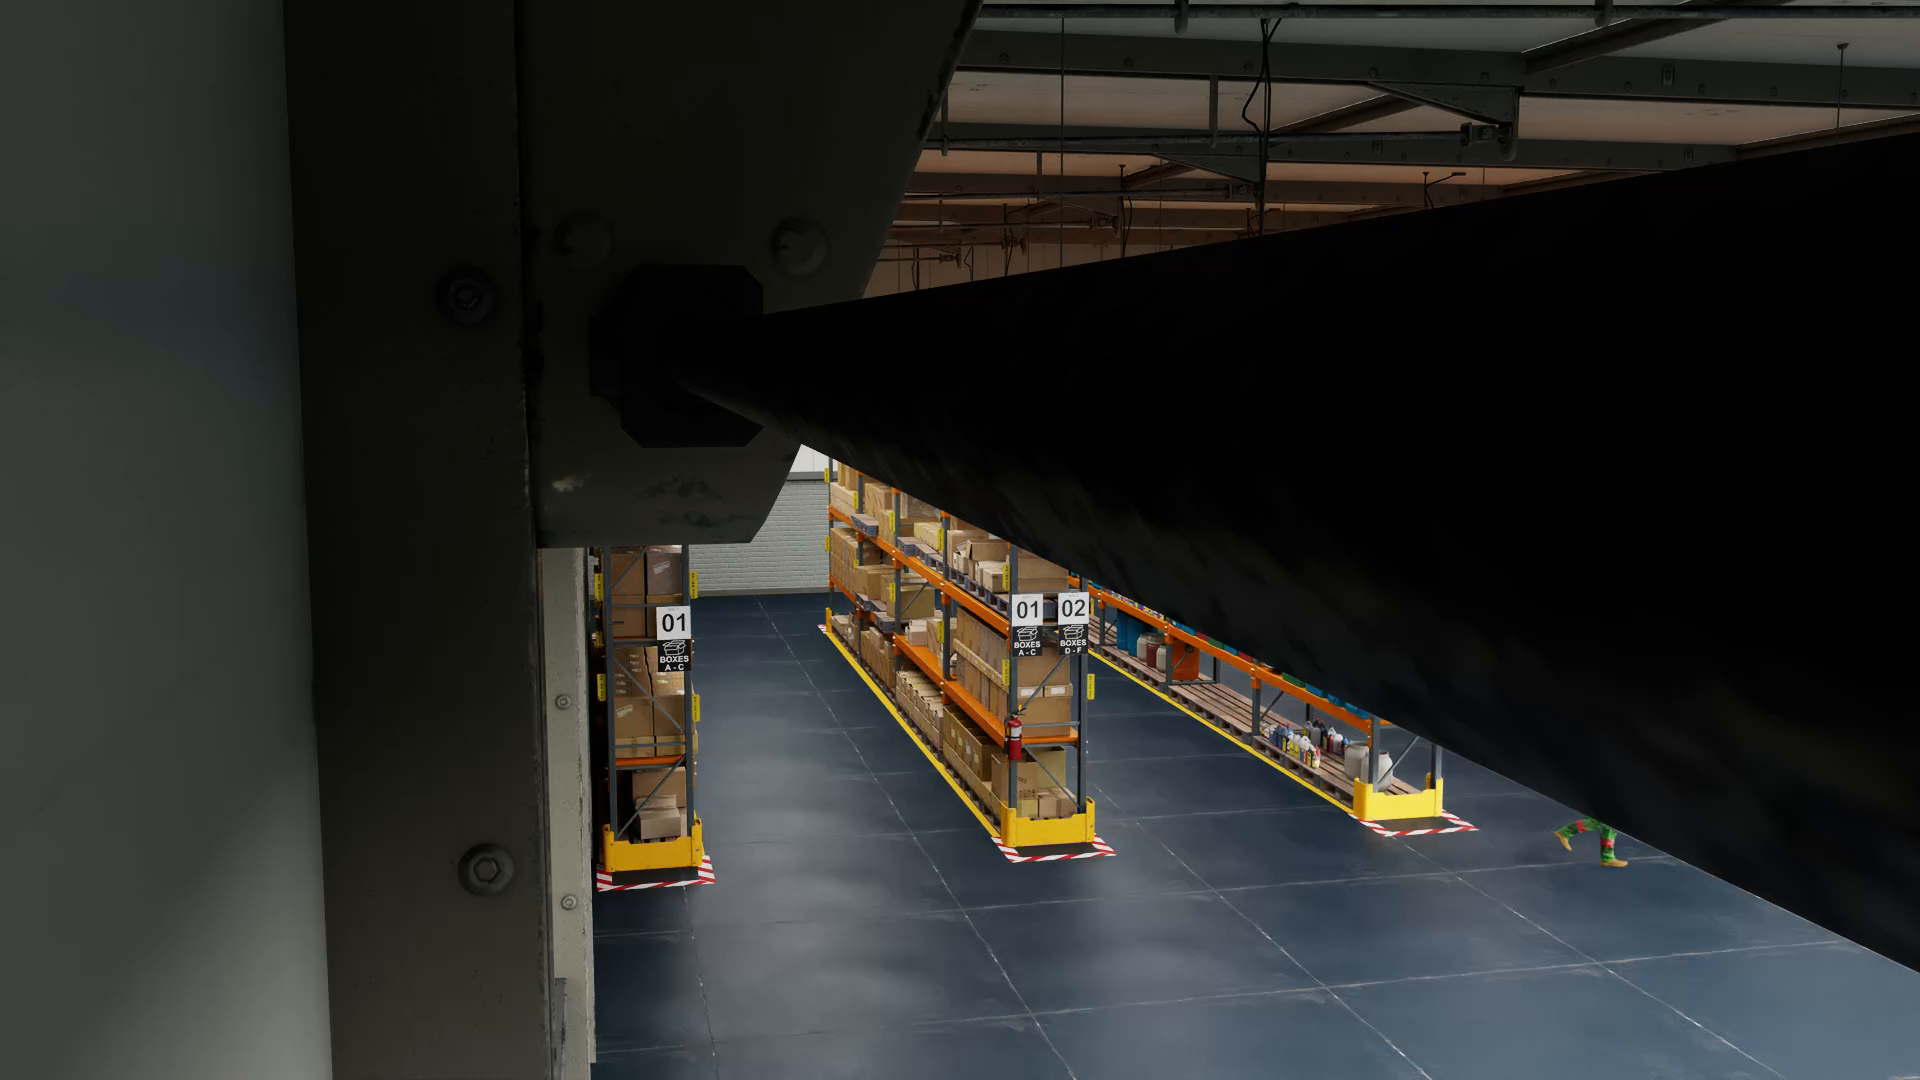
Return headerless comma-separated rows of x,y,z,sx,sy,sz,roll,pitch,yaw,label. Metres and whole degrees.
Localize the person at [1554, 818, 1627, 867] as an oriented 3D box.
7.675,3.073,20.163,0.850,1.758,0.668,2,7,20,person
